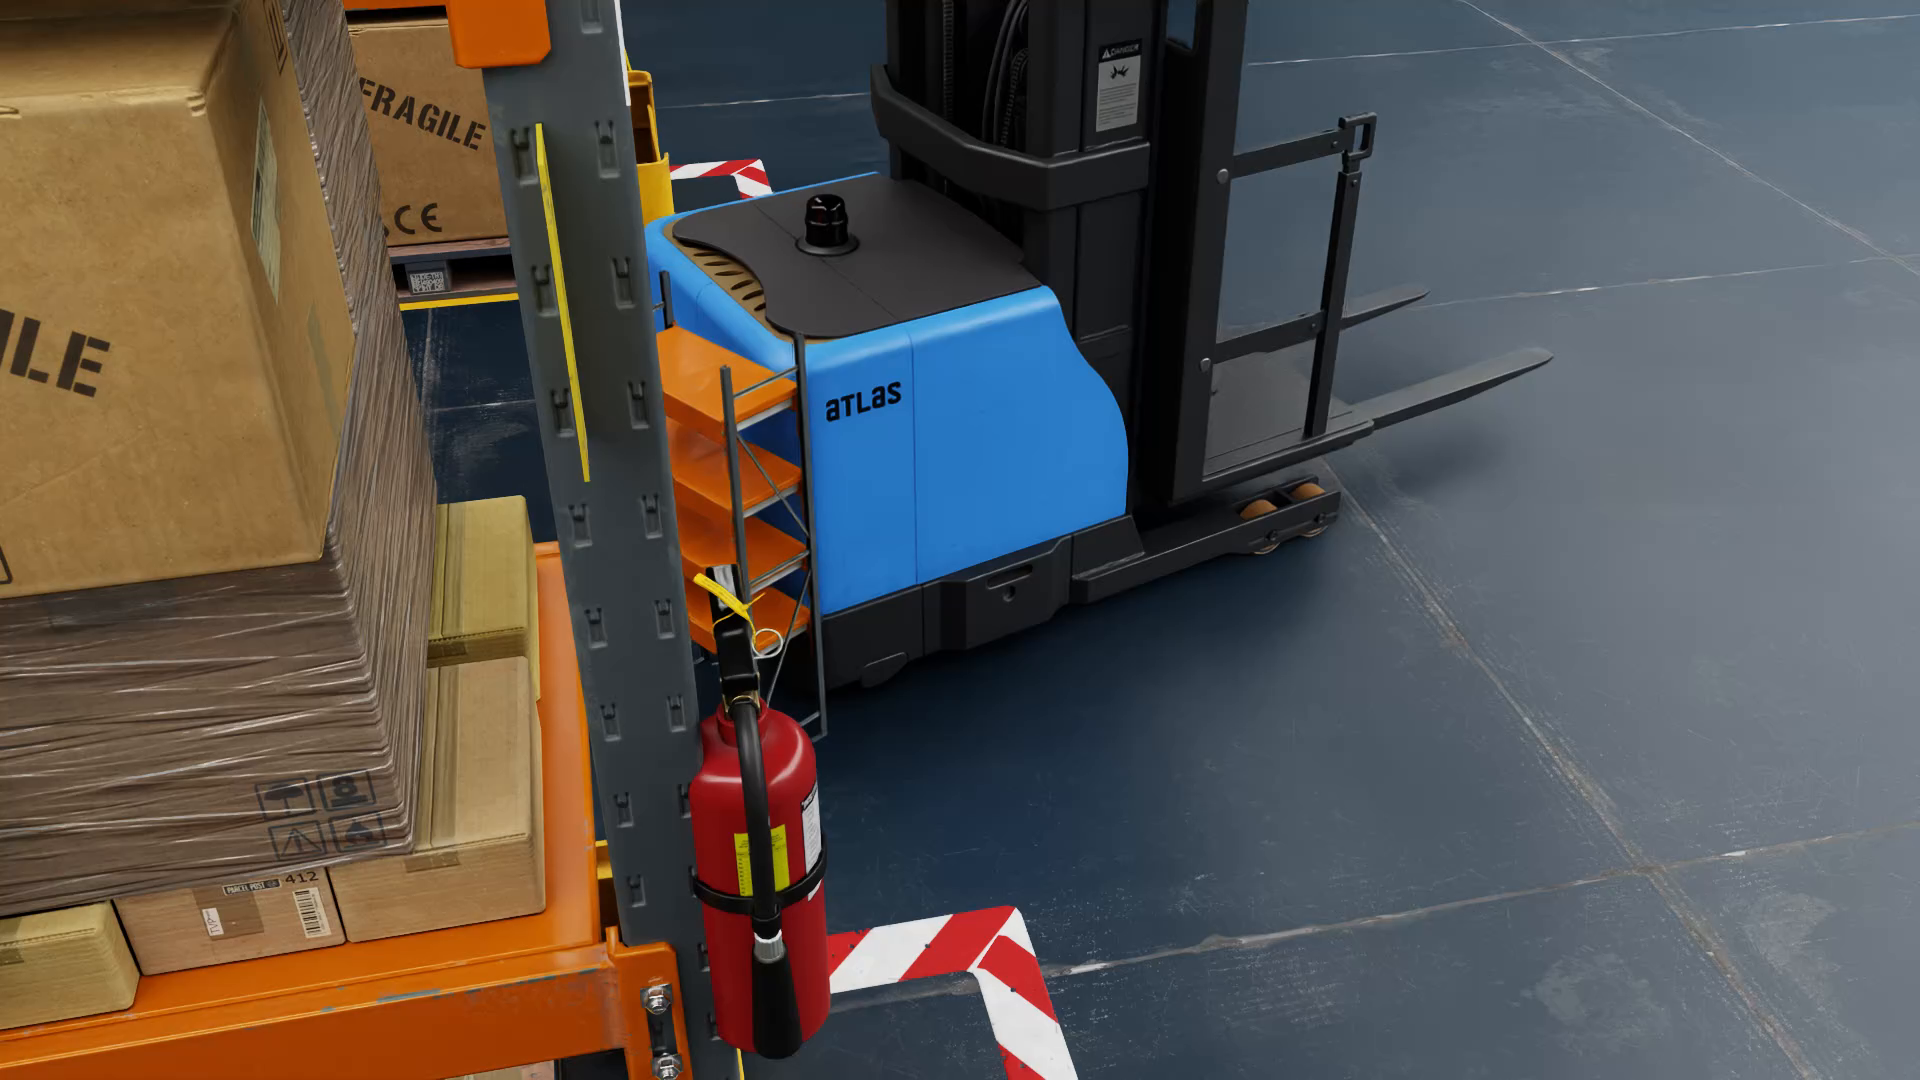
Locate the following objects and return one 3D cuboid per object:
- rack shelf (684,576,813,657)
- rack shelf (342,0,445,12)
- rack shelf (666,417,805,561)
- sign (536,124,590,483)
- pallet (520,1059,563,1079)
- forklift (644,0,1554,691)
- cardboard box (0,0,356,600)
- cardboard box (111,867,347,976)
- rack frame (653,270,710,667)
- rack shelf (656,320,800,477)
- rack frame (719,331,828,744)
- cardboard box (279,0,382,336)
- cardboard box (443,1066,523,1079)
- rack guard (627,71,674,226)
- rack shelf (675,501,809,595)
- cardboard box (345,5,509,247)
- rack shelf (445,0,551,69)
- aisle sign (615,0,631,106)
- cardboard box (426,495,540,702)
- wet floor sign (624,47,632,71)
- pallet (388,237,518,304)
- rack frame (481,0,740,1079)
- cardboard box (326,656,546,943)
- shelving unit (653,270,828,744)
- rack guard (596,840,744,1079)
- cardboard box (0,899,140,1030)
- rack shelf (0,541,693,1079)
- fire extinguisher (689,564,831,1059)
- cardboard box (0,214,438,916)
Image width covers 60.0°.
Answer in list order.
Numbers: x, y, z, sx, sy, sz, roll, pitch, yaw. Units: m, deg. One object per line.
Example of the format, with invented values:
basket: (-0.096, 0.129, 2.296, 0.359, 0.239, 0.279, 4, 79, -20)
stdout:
rack shelf: (-0.622, 0.199, 4.353, 0.480, 0.148, 0.258, 27, 43, 34)
rack shelf: (-3.420, -2.072, 6.291, 4.000, 0.370, 1.077, -7, 35, -11)
rack shelf: (-0.622, -0.151, 4.118, 0.480, 0.148, 0.258, 27, 43, 34)
sign: (-0.371, -0.216, 1.558, 0.005, 0.325, 0.100, -7, 35, -11)
pallet: (-1.348, 1.339, 3.065, 1.213, 0.211, 1.003, -7, 35, -11)
forklift: (0.606, -1.407, 4.716, 3.031, 2.935, 1.130, -18, 38, -25)
cardboard box: (-0.956, -0.287, 1.731, 0.500, 0.500, 0.500, -7, 35, -11)
cardboard box: (-0.950, 0.373, 2.227, 0.250, 0.149, 0.380, -7, 35, -11)
rack frame: (-0.800, -0.114, 4.343, 0.015, 1.200, 0.240, 27, 43, 34)
rack shelf: (-0.622, -0.348, 3.986, 0.480, 0.148, 0.258, 27, 43, 34)
rack frame: (-0.443, 0.071, 4.067, 0.015, 1.200, 0.240, 27, 43, 34)
cardboard box: (-1.070, -0.569, 2.152, 0.500, 0.500, 0.500, -7, 35, -11)
cardboard box: (-1.087, 1.023, 2.900, 0.500, 0.500, 0.500, -1, 34, -2)
rack guard: (-1.446, -1.582, 7.158, 0.348, 0.500, 1.175, -7, 35, -11)
rack shelf: (-0.622, 0.034, 4.243, 0.480, 0.148, 0.258, 27, 43, 34)
cardboard box: (-2.116, -1.789, 6.755, 0.875, 0.875, 0.875, -7, 34, -10)
rack shelf: (-2.425, -0.609, 1.420, 4.000, 0.370, 1.077, -7, 35, -11)
aisle sign: (-0.347, -0.832, 1.466, 0.004, 0.787, 0.394, -7, 35, -11)
cardboard box: (-0.805, 0.101, 2.633, 0.250, 0.149, 0.380, -7, 35, -11)
wet floor sign: (-1.878, -2.719, 8.722, 0.232, 0.644, 0.267, -13, 36, -19)
pallet: (-2.232, -1.318, 7.024, 1.213, 0.211, 1.003, -7, 35, -11)
rack frame: (-0.474, 0.092, 2.422, 0.127, 3.000, 1.000, -7, 35, -11)
cardboard box: (-0.706, 0.343, 2.272, 0.250, 0.149, 0.380, -7, 35, -11)
shelving unit: (-0.622, -0.022, 4.205, 0.503, 1.200, 0.258, 27, 43, 34)
rack guard: (-0.548, 1.139, 3.104, 0.348, 0.500, 1.175, -7, 35, -11)
cardboard box: (-1.183, 0.432, 2.139, 0.250, 0.149, 0.380, -7, 35, -11)
rack shelf: (-2.425, 0.636, 2.256, 4.000, 0.370, 1.077, -7, 35, -11)
fire extinguisher: (-0.261, 0.360, 2.091, 0.183, 0.674, 0.296, -7, 35, -11)
cardboard box: (-1.016, -0.021, 2.232, 0.500, 0.500, 0.875, -7, 35, -11)
